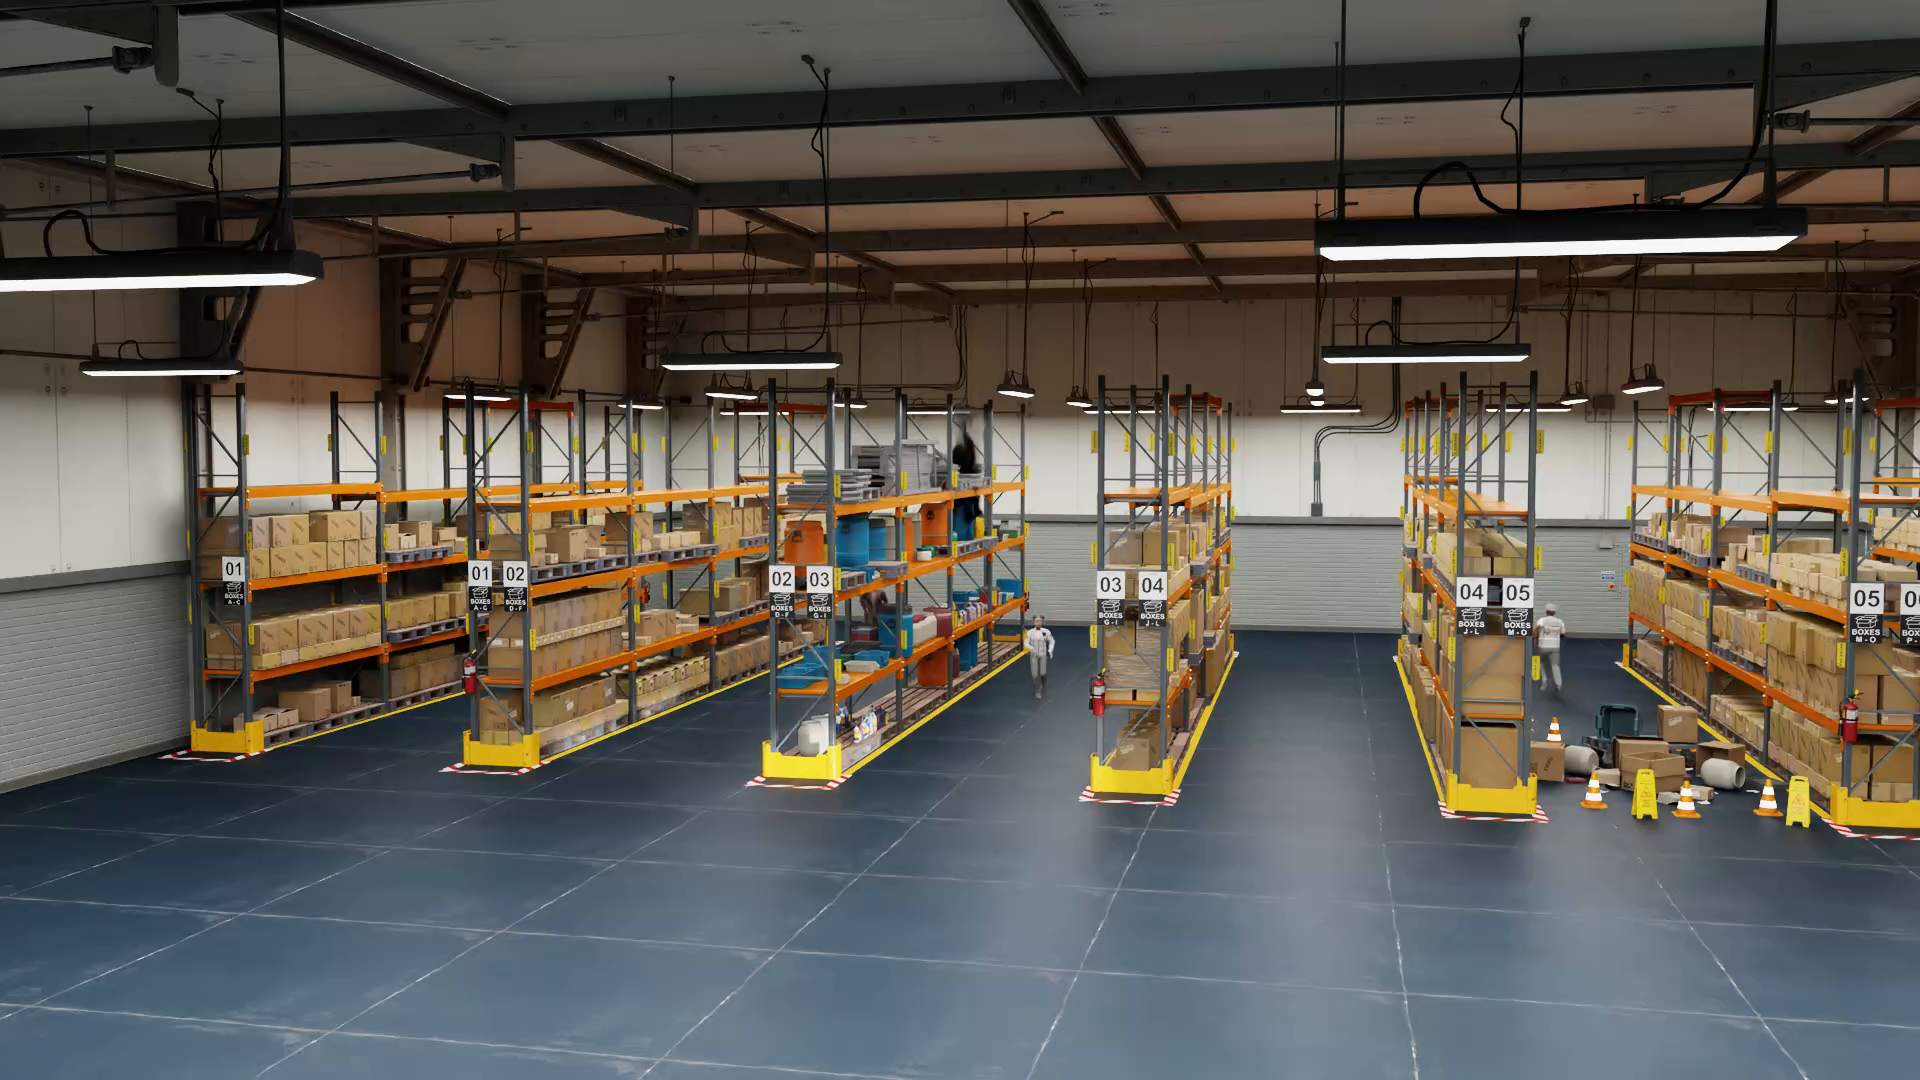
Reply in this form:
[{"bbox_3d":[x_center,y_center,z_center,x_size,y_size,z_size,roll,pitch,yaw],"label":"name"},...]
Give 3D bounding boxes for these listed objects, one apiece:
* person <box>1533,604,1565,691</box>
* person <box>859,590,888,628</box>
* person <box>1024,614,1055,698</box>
[{"bbox_3d":[11.885,2.207,33.579,0.671,1.829,0.901,0,3,8],"label":"person"},{"bbox_3d":[-2.090,1.834,40.400,0.686,1.727,0.823,0,3,3],"label":"person"},{"bbox_3d":[1.562,2.298,32.861,0.605,1.659,0.538,0,3,5],"label":"person"}]
